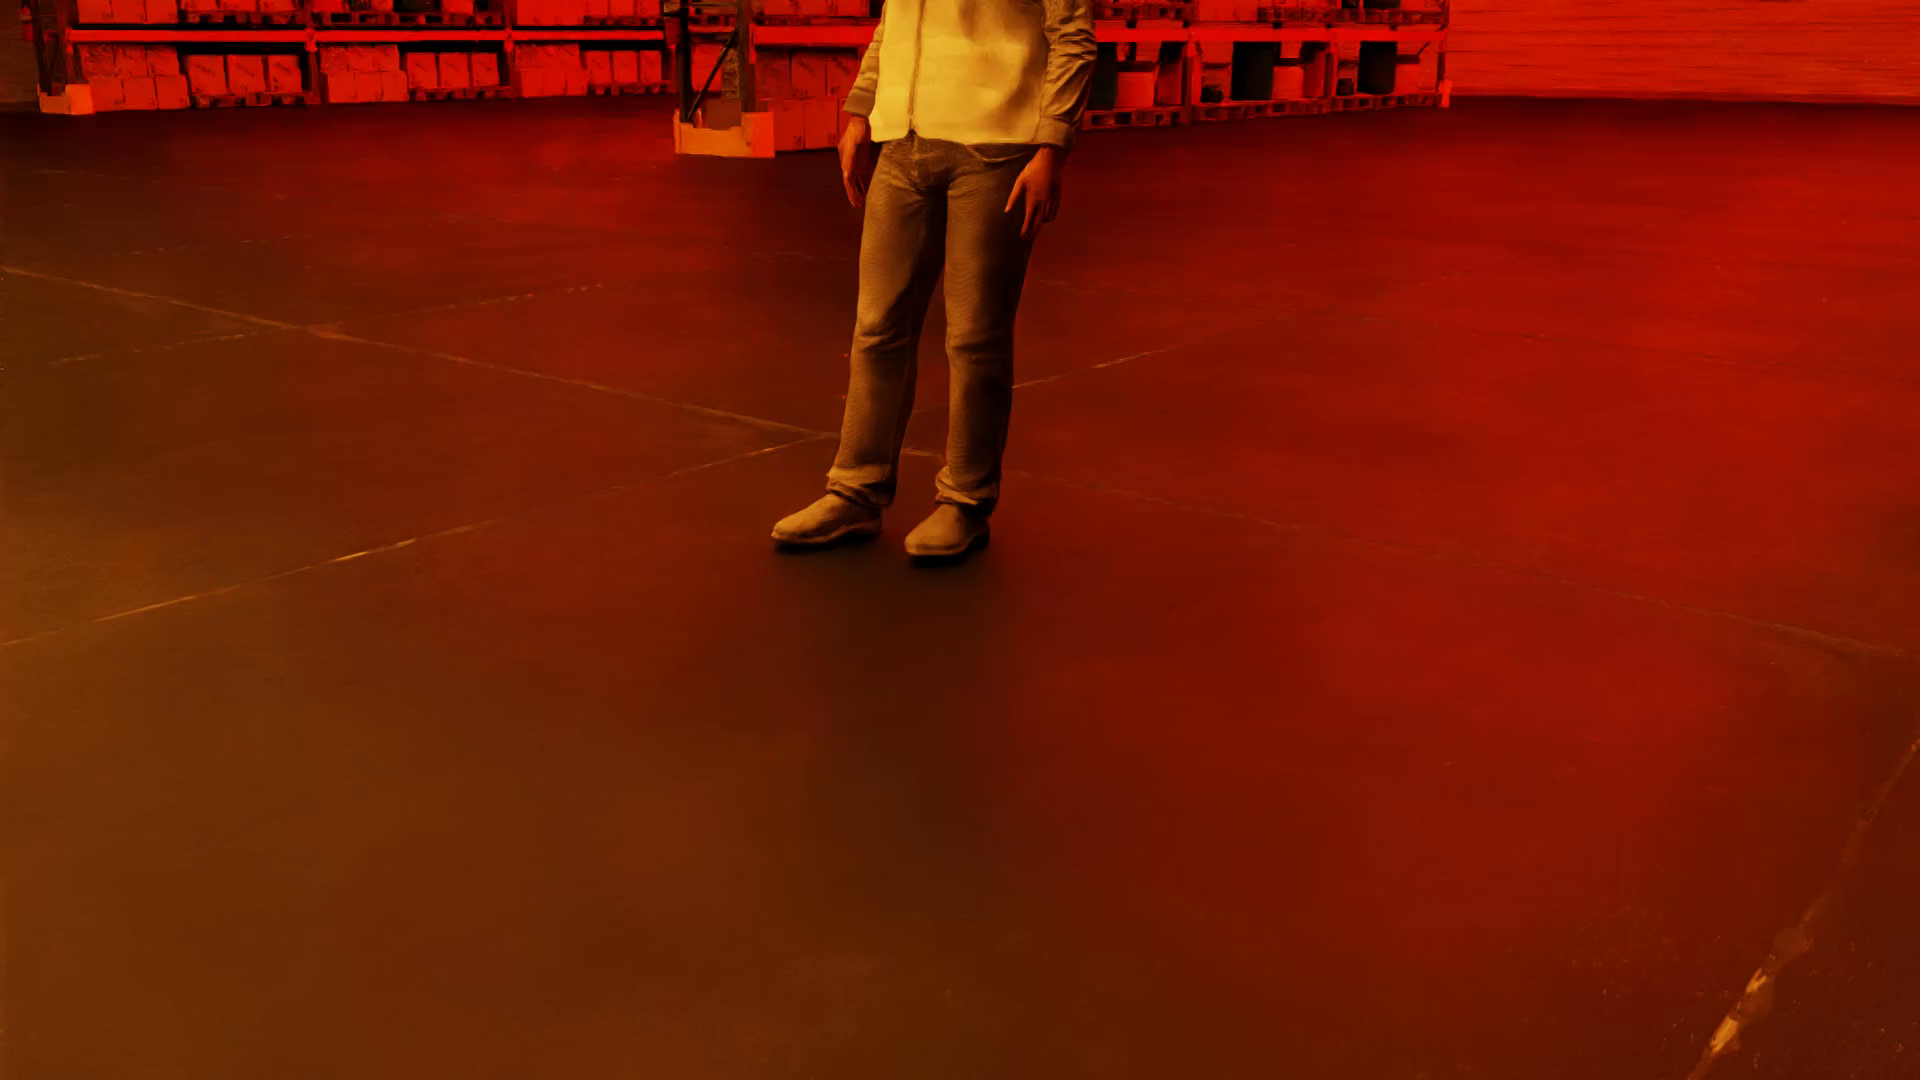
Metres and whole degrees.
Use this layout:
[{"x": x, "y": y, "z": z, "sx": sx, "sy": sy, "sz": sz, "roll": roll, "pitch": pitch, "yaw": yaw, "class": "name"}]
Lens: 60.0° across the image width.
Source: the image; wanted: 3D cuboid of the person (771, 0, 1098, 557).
[{"x": -0.046, "y": -0.843, "z": 3.641, "sx": 0.632, "sy": 1.773, "sz": 0.567, "roll": 13, "pitch": 21, "yaw": 37, "class": "person"}]
